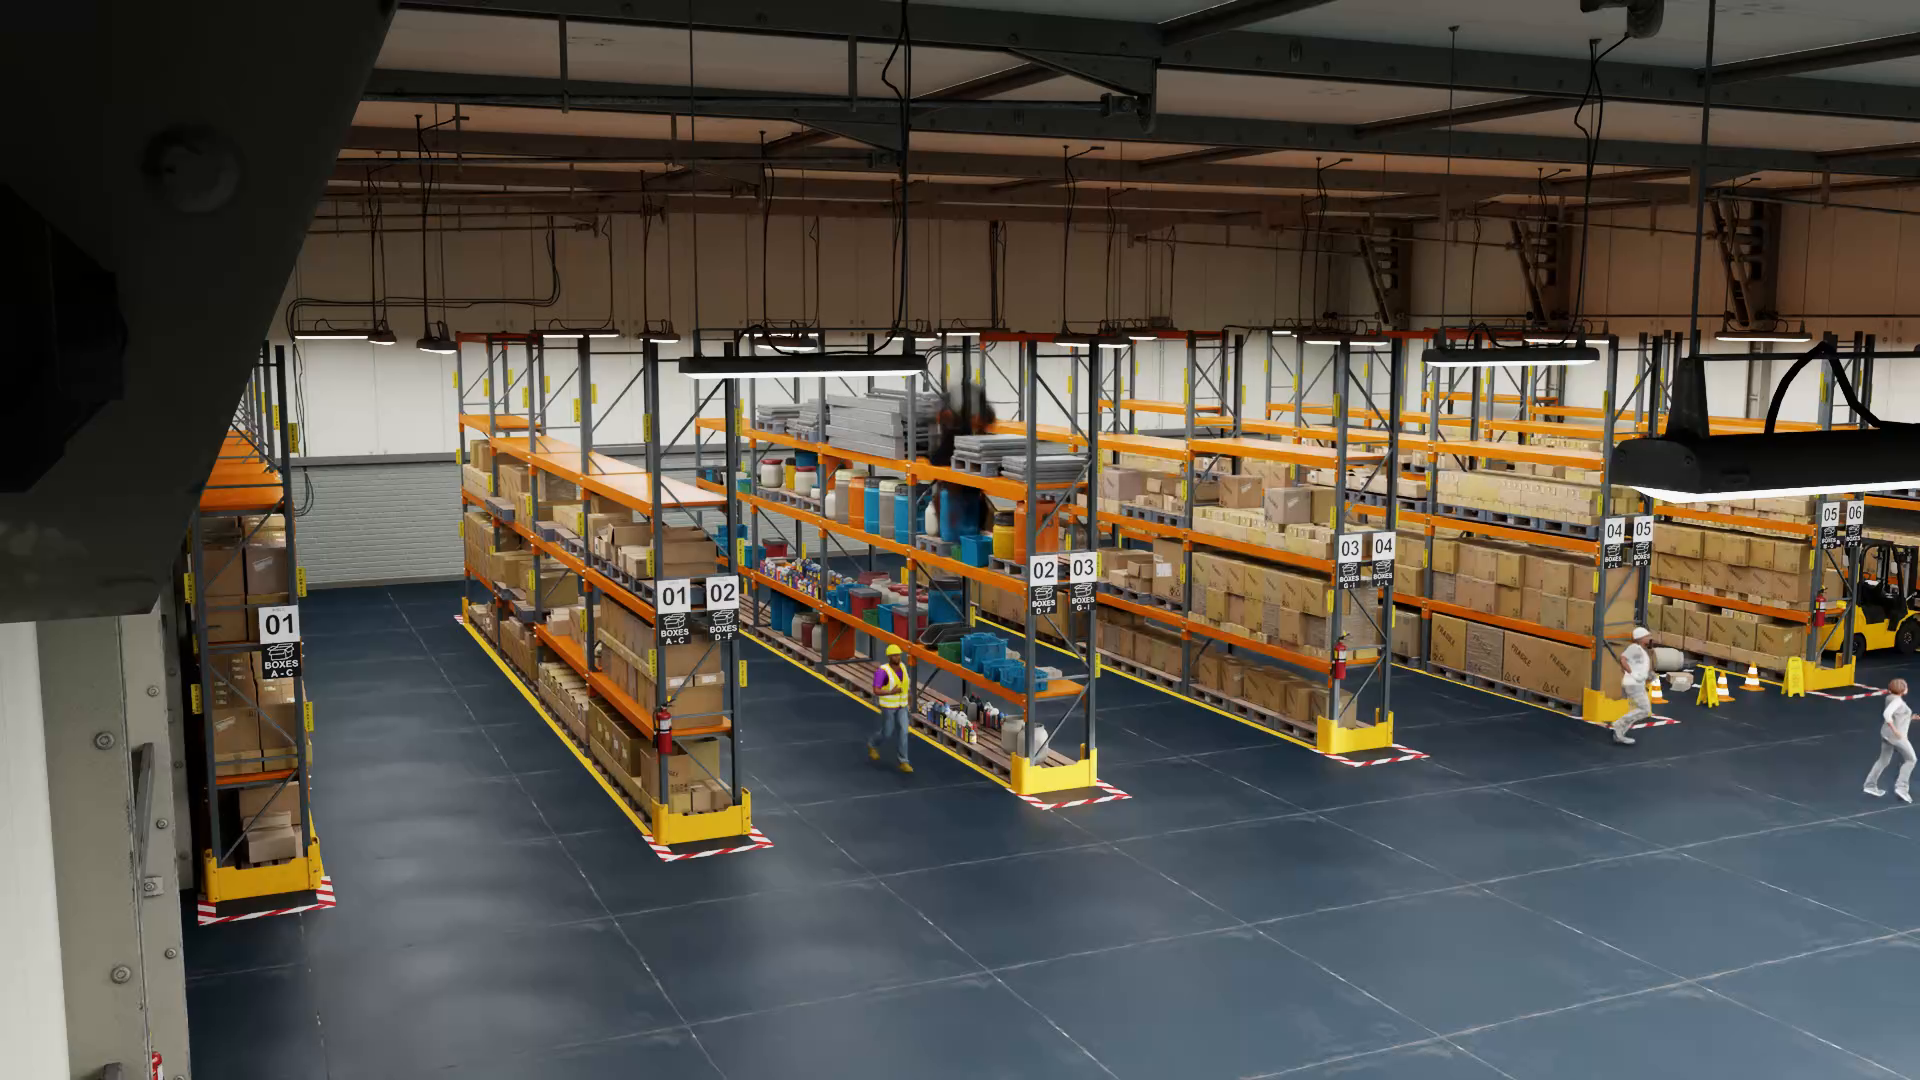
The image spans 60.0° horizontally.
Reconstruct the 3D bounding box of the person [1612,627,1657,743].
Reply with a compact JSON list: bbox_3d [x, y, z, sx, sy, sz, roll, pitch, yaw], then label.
[{"bbox_3d":[10.066,2.150,24.764,0.569,1.690,0.738,4,9,27],"label":"person"}]

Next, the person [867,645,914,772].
[{"bbox_3d":[-0.951,2.314,23.219,0.702,1.747,0.953,-6,10,-38],"label":"person"}]

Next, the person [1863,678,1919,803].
[{"bbox_3d":[12.217,2.616,21.745,0.668,1.637,0.519,1,8,5],"label":"person"}]
